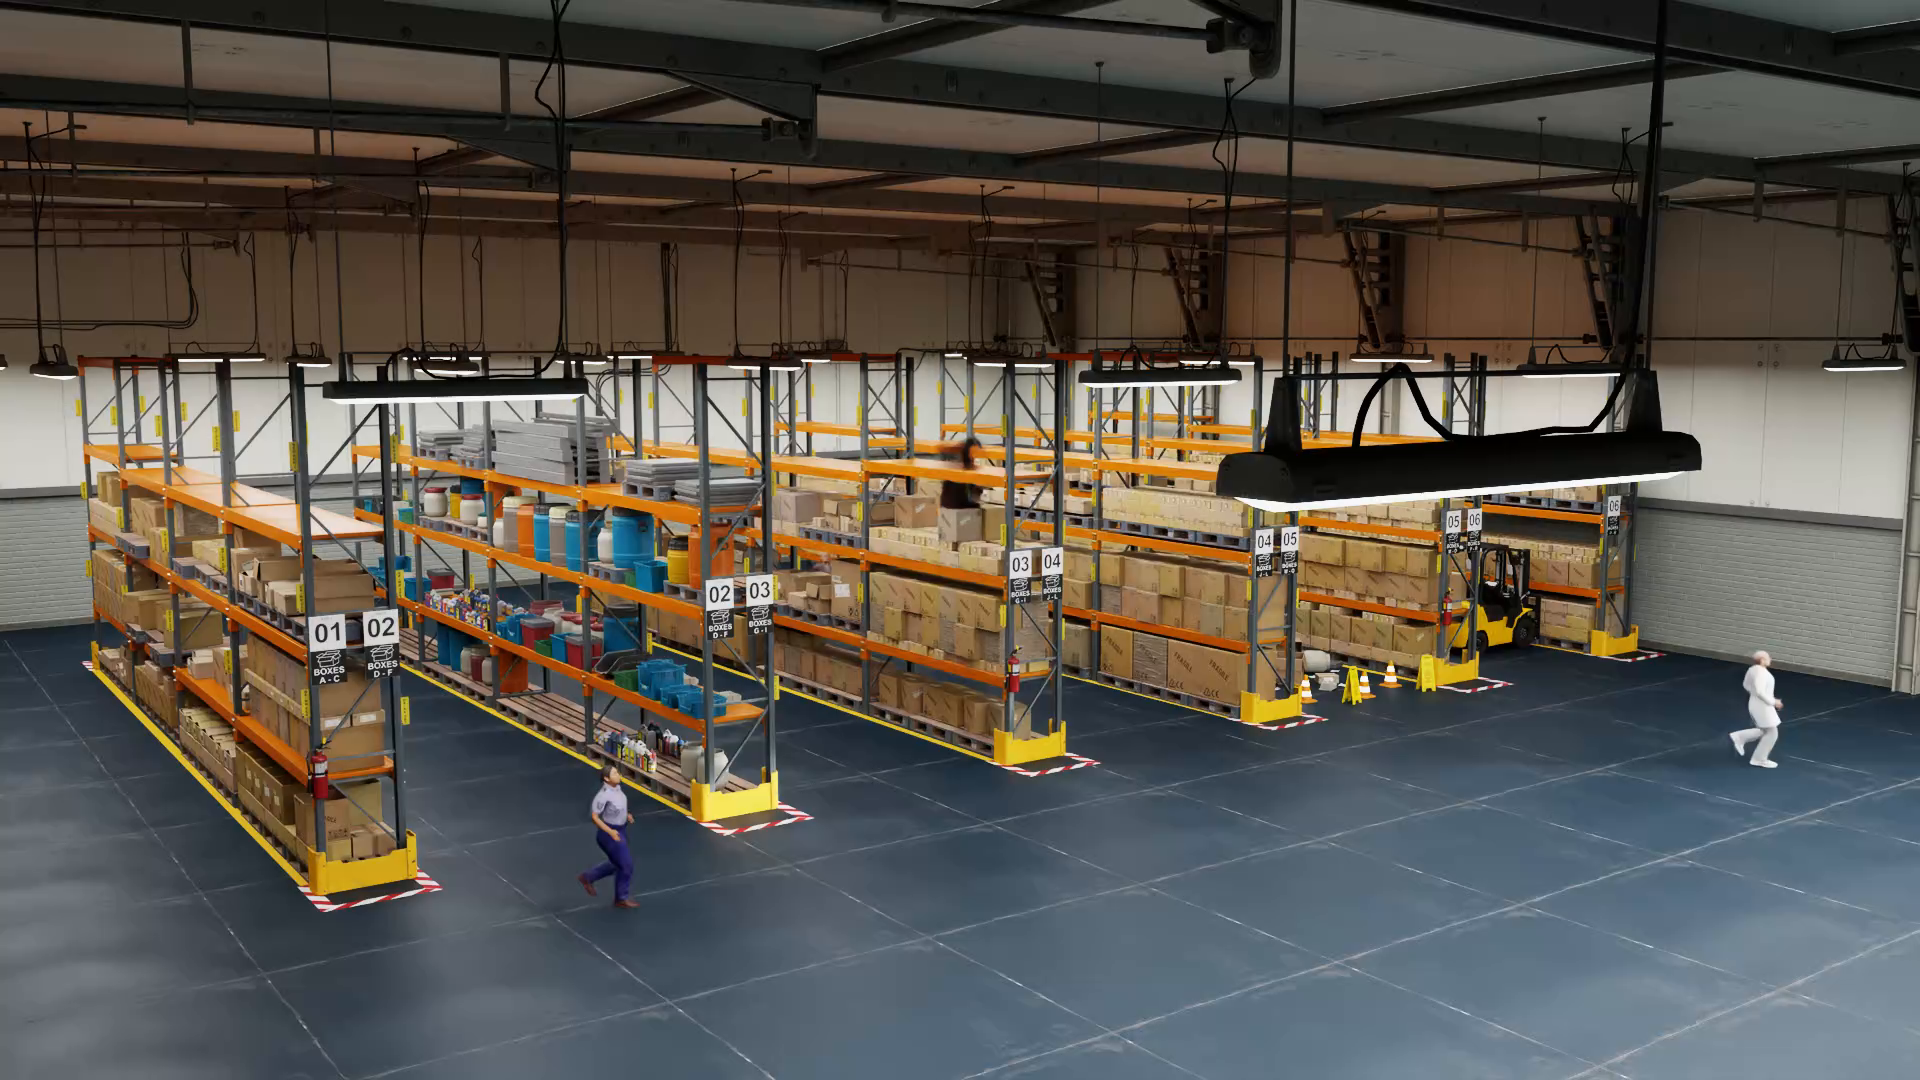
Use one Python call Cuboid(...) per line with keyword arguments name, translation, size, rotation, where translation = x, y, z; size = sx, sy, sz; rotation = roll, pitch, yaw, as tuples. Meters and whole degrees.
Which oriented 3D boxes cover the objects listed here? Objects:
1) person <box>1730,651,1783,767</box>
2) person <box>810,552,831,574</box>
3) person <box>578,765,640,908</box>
Cuboid(name="person", translation=(11.806, 2.500, 24.635), size=(0.652, 1.739, 0.712), rotation=(1, 7, 10))
Cuboid(name="person", translation=(-2.935, 1.099, 36.070), size=(0.756, 1.729, 0.686), rotation=(-4, 8, -30))
Cuboid(name="person", translation=(-3.936, 3.307, 18.551), size=(0.693, 1.624, 0.602), rotation=(0, 7, -1))
